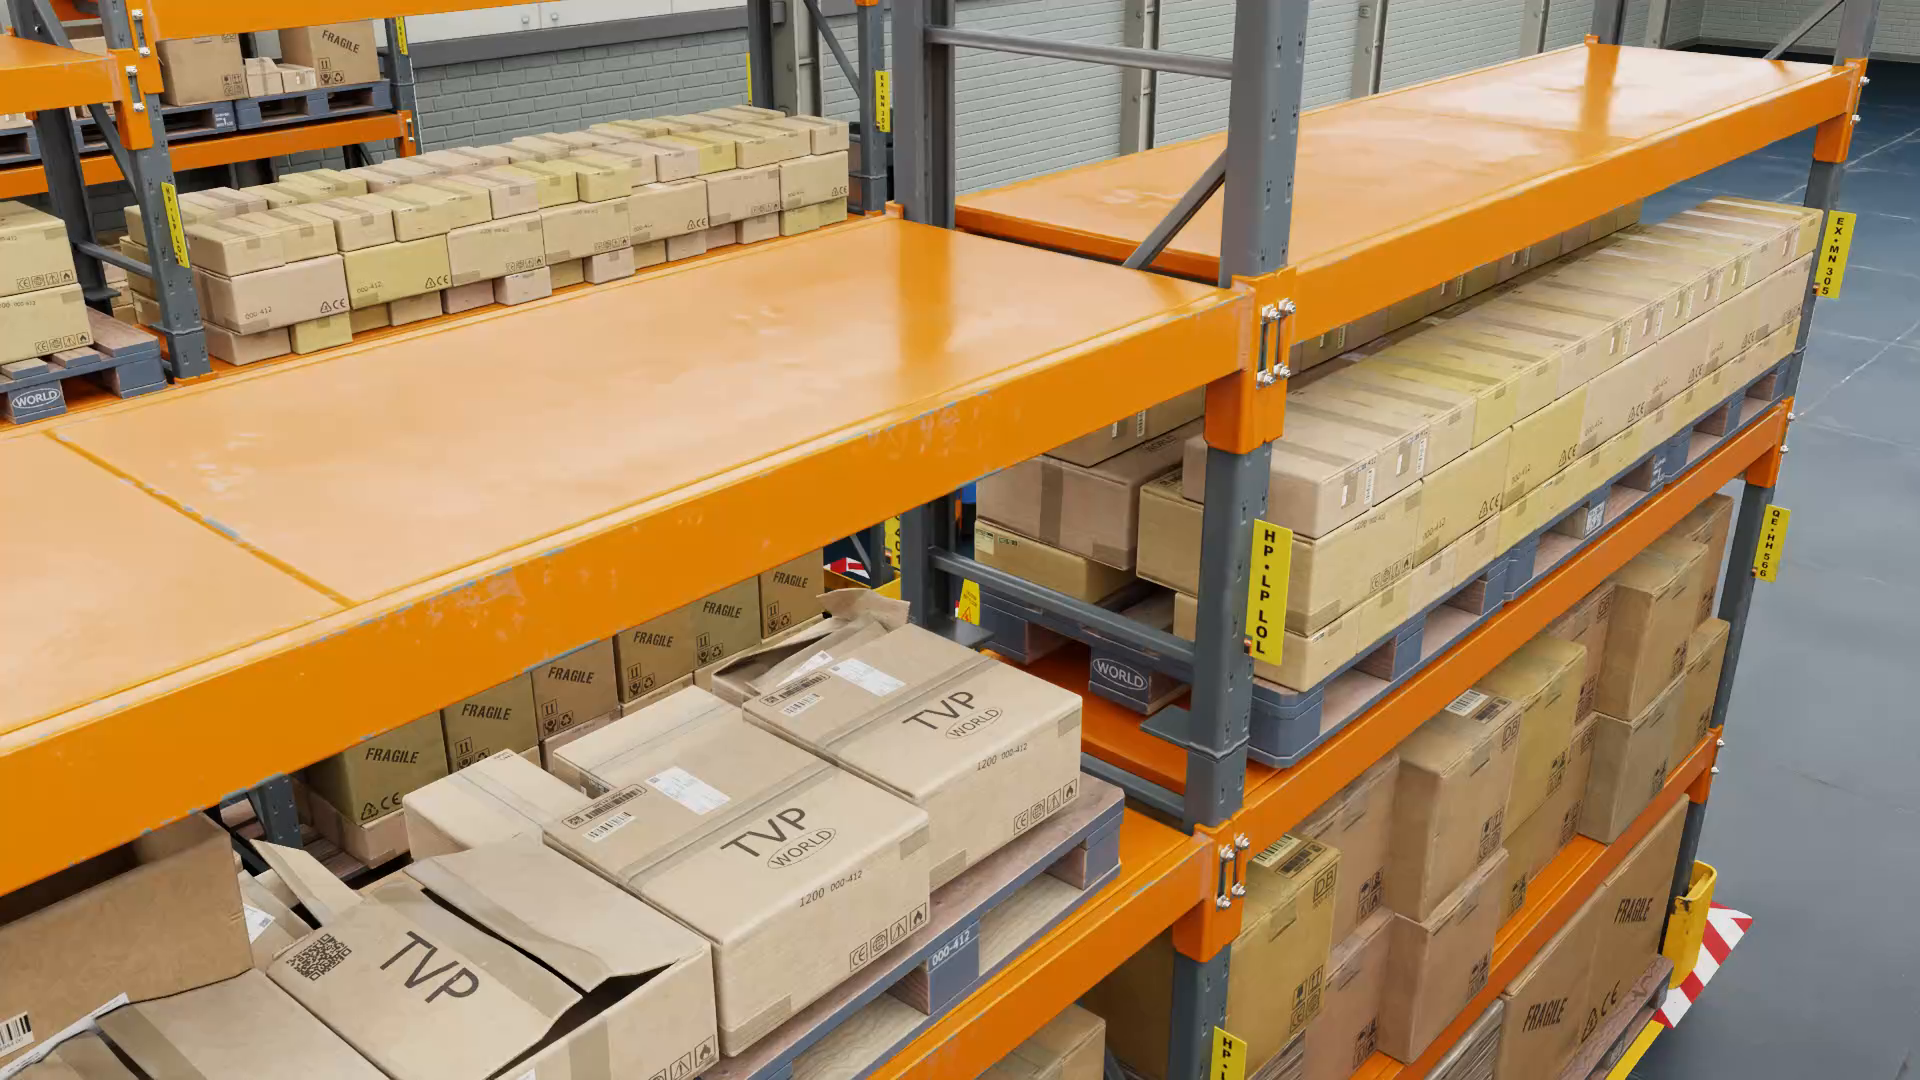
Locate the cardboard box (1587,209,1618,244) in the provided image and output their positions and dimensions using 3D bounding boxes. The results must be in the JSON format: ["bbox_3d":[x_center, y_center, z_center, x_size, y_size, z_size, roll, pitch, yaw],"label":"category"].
[{"bbox_3d":[2.297,-1.265,6.406,0.380,0.149,0.250,20,31,38],"label":"cardboard box"}]

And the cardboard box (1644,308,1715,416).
[{"bbox_3d":[2.136,-0.643,5.508,0.500,0.250,0.500,20,31,37],"label":"cardboard box"}]

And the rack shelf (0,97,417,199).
[{"bbox_3d":[-5.863,-2.607,11.581,1.077,0.370,4.000,20,31,38],"label":"rack shelf"}]

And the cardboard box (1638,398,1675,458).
[{"bbox_3d":[2.107,-0.411,5.477,0.380,0.149,0.250,20,31,38],"label":"cardboard box"}]

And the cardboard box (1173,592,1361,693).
[{"bbox_3d":[0.751,0.209,4.094,0.380,0.149,0.250,20,31,37],"label":"cardboard box"}]

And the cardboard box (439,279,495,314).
[{"bbox_3d":[-2.425,-1.199,7.869,0.380,0.149,0.250,19,30,36],"label":"cardboard box"}]

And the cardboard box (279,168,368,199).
[{"bbox_3d":[-3.017,-1.647,7.893,0.380,0.149,0.250,21,32,39],"label":"cardboard box"}]

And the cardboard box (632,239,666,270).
[{"bbox_3d":[-1.734,-1.508,8.558,0.380,0.149,0.250,19,30,36],"label":"cardboard box"}]

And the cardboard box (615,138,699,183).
[{"bbox_3d":[-1.568,-1.969,8.612,0.380,0.149,0.250,20,31,38],"label":"cardboard box"}]

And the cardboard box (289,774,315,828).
[{"bbox_3d":[-3.304,1.207,8.710,0.500,0.250,0.500,22,32,40],"label":"cardboard box"}]

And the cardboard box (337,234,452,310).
[{"bbox_3d":[-2.664,-1.258,7.513,0.500,0.250,0.500,20,31,37],"label":"cardboard box"}]

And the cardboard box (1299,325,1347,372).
[{"bbox_3d":[0.937,-0.644,5.022,0.380,0.149,0.250,20,31,38],"label":"cardboard box"}]

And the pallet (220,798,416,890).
[{"bbox_3d":[-3.077,1.456,8.717,1.003,0.211,1.213,20,31,38],"label":"pallet"}]

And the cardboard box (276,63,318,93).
[{"bbox_3d":[-4.855,-3.331,11.990,0.380,0.149,0.250,19,30,36],"label":"cardboard box"}]

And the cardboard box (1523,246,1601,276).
[{"bbox_3d":[2.074,-0.942,6.173,0.500,0.250,0.500,20,31,37],"label":"cardboard box"}]

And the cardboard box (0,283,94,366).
[{"bbox_3d":[-3.780,-0.877,6.514,0.500,0.250,0.500,19,31,37],"label":"cardboard box"}]

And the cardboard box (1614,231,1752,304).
[{"bbox_3d":[2.442,-0.927,5.653,0.380,0.149,0.250,21,31,38],"label":"cardboard box"}]

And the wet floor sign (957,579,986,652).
[{"bbox_3d":[0.095,0.487,10.346,0.232,0.644,0.267,-12,27,-25],"label":"wet floor sign"}]

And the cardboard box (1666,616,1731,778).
[{"bbox_3d":[2.711,0.557,7.130,0.875,0.550,0.550,20,31,38],"label":"cardboard box"}]

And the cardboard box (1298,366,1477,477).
[{"bbox_3d":[1.090,-0.310,4.277,0.380,0.149,0.250,20,31,37],"label":"cardboard box"}]

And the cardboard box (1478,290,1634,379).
[{"bbox_3d":[1.767,-0.619,4.965,0.380,0.149,0.250,20,31,37],"label":"cardboard box"}]

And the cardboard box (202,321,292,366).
[{"bbox_3d":[-3.104,-0.885,7.169,0.380,0.149,0.250,20,31,37],"label":"cardboard box"}]

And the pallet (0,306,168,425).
[{"bbox_3d":[-3.990,-0.727,6.739,1.213,0.211,1.003,20,31,38],"label":"pallet"}]

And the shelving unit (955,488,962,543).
[{"bbox_3d":[-0.118,-0.419,11.871,0.215,1.050,0.252,6,25,14],"label":"shelving unit"}]

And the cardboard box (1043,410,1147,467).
[{"bbox_3d":[0.262,-0.335,4.333,0.380,0.149,0.250,20,31,37],"label":"cardboard box"}]

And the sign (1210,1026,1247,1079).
[{"bbox_3d":[0.666,1.371,4.178,0.100,0.325,0.005,20,31,38],"label":"sign"}]

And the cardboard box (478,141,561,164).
[{"bbox_3d":[-2.257,-1.932,8.529,0.380,0.149,0.250,21,32,39],"label":"cardboard box"}]

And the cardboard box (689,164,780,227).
[{"bbox_3d":[-1.316,-1.878,8.898,0.500,0.250,0.500,20,31,37],"label":"cardboard box"}]

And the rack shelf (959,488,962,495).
[{"bbox_3d":[-0.118,-0.409,11.876,0.215,0.259,0.240,6,25,14],"label":"rack shelf"}]

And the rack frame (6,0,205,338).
[{"bbox_3d":[-3.498,-2.340,6.441,1.000,3.000,0.127,20,31,38],"label":"rack frame"}]

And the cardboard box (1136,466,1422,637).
[{"bbox_3d":[0.790,-0.027,4.134,0.500,0.250,0.500,20,31,38],"label":"cardboard box"}]

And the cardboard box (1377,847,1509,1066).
[{"bbox_3d":[1.291,1.228,5.633,0.875,0.550,0.550,20,31,38],"label":"cardboard box"}]

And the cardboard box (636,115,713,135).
[{"bbox_3d":[-1.587,-2.246,9.231,0.380,0.149,0.250,20,31,37],"label":"cardboard box"}]

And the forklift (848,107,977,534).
[{"bbox_3d":[-1.089,-1.726,12.488,3.031,2.935,1.130,9,26,20],"label":"forklift"}]

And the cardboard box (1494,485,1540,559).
[{"bbox_3d":[1.429,-0.102,4.787,0.380,0.149,0.250,20,31,37],"label":"cardboard box"}]

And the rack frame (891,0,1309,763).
[{"bbox_3d":[0.255,-1.019,3.495,1.000,3.000,0.127,20,31,38],"label":"rack frame"}]

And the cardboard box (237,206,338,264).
[{"bbox_3d":[-2.893,-1.315,7.153,0.380,0.149,0.250,21,32,39],"label":"cardboard box"}]

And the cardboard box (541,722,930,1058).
[{"bbox_3d":[-0.405,0.617,3.060,0.500,0.250,0.500,20,31,37],"label":"cardboard box"}]

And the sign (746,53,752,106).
[{"bbox_3d":[-1.233,-2.737,9.924,0.100,0.325,0.005,20,31,38],"label":"sign"}]

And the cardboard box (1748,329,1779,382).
[{"bbox_3d":[2.787,-0.721,6.169,0.380,0.149,0.250,20,31,38],"label":"cardboard box"}]

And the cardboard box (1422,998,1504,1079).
[{"bbox_3d":[1.326,2.048,6.071,0.875,0.875,0.875,20,31,38],"label":"cardboard box"}]

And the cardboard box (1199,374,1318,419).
[{"bbox_3d":[0.730,-0.329,4.807,0.500,0.250,0.500,20,31,37],"label":"cardboard box"}]

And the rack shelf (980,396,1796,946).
[{"bbox_3d":[1.590,0.068,5.615,1.077,0.370,4.000,20,31,38],"label":"rack shelf"}]

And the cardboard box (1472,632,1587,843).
[{"bbox_3d":[1.618,0.564,5.793,0.875,0.550,0.500,20,31,38],"label":"cardboard box"}]

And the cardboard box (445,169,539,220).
[{"bbox_3d":[-2.217,-1.639,7.877,0.380,0.149,0.250,20,31,37],"label":"cardboard box"}]

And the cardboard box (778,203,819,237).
[{"bbox_3d":[-1.000,-1.806,9.222,0.380,0.149,0.250,20,31,38],"label":"cardboard box"}]

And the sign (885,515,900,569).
[{"bbox_3d":[-0.159,-0.074,4.324,0.100,0.325,0.005,20,31,38],"label":"sign"}]

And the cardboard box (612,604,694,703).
[{"bbox_3d":[-1.857,0.527,9.311,0.500,0.500,0.500,19,31,36],"label":"cardboard box"}]

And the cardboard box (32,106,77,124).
[{"bbox_3d":[-5.981,-2.871,10.820,0.396,0.266,0.258,19,31,36],"label":"cardboard box"}]

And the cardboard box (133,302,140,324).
[{"bbox_3d":[-5.683,-1.532,11.848,0.500,0.500,0.500,20,31,38],"label":"cardboard box"}]

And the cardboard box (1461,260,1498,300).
[{"bbox_3d":[1.616,-0.954,5.713,0.380,0.149,0.250,20,31,37],"label":"cardboard box"}]

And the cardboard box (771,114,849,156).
[{"bbox_3d":[-0.835,-2.256,9.251,0.380,0.149,0.250,21,31,38],"label":"cardboard box"}]

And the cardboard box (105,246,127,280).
[{"bbox_3d":[-5.810,-1.945,11.614,0.380,0.149,0.250,20,31,38],"label":"cardboard box"}]

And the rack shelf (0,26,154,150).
[{"bbox_3d":[-4.833,-1.220,5.311,1.077,0.370,4.000,20,31,38],"label":"rack shelf"}]

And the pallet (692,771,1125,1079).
[{"bbox_3d":[-0.320,0.730,3.495,0.805,0.209,1.217,19,30,36],"label":"pallet"}]

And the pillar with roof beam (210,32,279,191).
[{"bbox_3d":[-2.458,-3.771,9.633,9.100,9.000,0.400,20,31,38],"label":"pillar with roof beam"}]

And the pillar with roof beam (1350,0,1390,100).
[{"bbox_3d":[9.556,-9.255,21.865,9.100,9.000,0.400,20,31,38],"label":"pillar with roof beam"}]

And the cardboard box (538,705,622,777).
[{"bbox_3d":[-2.204,1.026,9.113,0.500,0.250,0.500,20,31,37],"label":"cardboard box"}]

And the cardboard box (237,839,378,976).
[{"bbox_3d":[-1.151,0.686,2.888,0.396,0.266,0.258,20,31,38],"label":"cardboard box"}]
